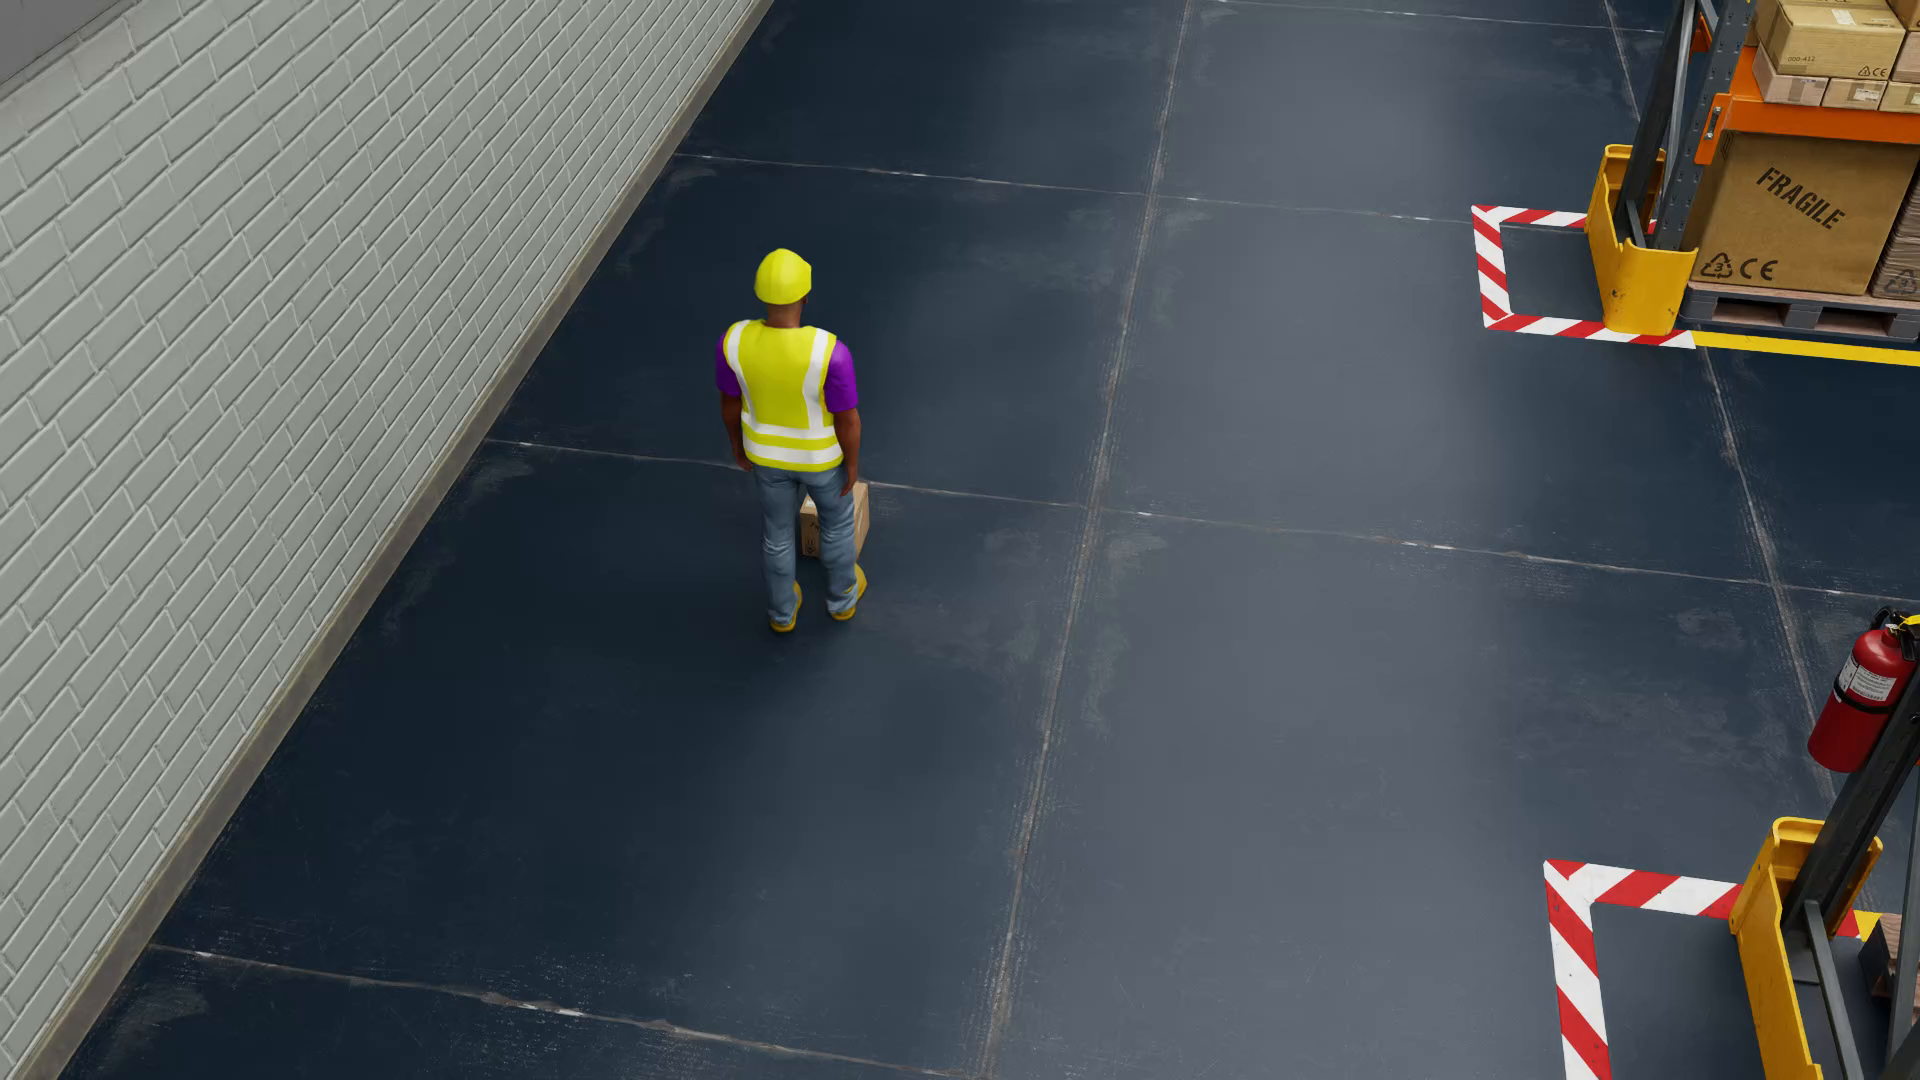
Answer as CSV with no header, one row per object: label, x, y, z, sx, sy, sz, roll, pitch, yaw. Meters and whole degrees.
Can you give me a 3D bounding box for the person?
person,-0.642,-0.391,6.605,0.566,1.769,0.448,7,41,9
